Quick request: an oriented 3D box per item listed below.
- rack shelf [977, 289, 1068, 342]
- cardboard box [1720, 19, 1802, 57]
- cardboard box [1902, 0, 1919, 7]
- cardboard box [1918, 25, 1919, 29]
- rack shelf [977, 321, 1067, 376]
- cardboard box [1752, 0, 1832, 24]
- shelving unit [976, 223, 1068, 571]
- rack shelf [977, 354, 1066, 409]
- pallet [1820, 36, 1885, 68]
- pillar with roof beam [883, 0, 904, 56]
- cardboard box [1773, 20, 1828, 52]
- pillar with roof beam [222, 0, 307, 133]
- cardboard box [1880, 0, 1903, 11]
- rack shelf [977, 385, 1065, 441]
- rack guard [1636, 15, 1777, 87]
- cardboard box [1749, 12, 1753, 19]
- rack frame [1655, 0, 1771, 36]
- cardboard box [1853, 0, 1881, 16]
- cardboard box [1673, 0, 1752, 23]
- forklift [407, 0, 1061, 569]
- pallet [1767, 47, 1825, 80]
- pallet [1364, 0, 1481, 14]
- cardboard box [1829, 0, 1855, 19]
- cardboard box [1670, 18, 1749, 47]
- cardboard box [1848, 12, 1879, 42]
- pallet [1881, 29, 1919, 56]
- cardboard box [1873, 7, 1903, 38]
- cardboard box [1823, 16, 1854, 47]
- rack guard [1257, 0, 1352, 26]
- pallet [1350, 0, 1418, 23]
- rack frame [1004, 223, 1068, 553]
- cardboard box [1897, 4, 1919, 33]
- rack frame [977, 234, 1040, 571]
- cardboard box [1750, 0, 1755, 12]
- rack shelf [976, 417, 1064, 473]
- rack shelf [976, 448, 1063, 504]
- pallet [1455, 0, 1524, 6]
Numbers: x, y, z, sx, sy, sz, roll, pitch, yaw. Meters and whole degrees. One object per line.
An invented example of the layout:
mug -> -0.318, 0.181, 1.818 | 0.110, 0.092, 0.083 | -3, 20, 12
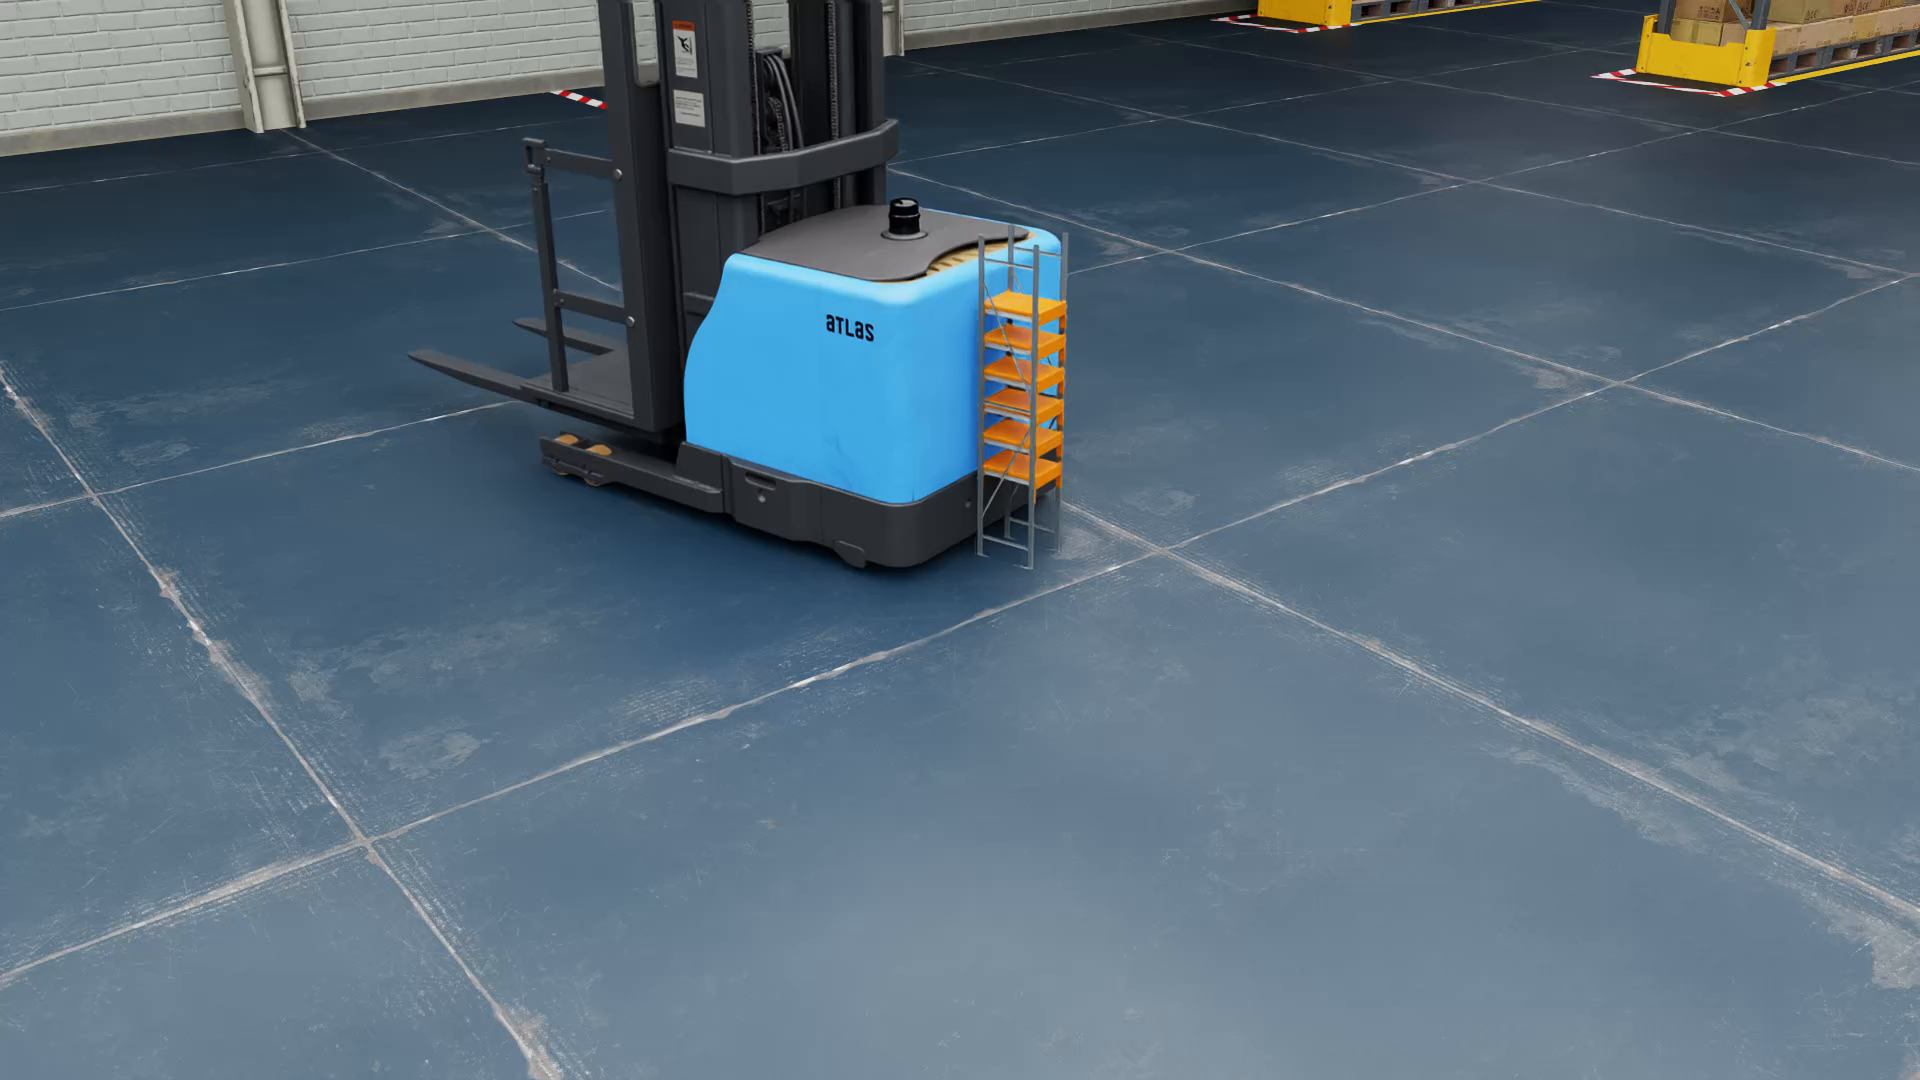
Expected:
rack shelf -> 0.216, -0.779, 5.753 | 0.258, 0.103, 0.180 | 16, 29, 31
cardboard box -> 7.516, -4.715, 15.614 | 0.500, 0.250, 0.500 | -18, 31, -34
cardboard box -> 9.473, -5.710, 16.867 | 0.500, 0.500, 0.500 | -18, 31, -34
cardboard box -> 9.874, -5.496, 17.296 | 0.500, 0.250, 0.500 | -18, 31, -34
rack shelf -> 0.216, -0.670, 5.803 | 0.258, 0.103, 0.180 | 16, 29, 31
cardboard box -> 7.908, -5.186, 15.737 | 0.500, 0.500, 0.500 | -18, 31, -34
shelving unit -> 0.216, -0.492, 5.886 | 0.258, 1.200, 0.189 | 16, 29, 31
rack shelf -> 0.216, -0.561, 5.854 | 0.258, 0.103, 0.180 | 16, 29, 31
pallet -> 8.492, -4.969, 16.706 | 1.213, 0.211, 1.003 | -18, 31, -34
pillar with roof beam -> 1.849, -7.551, 11.831 | 0.400, 9.000, 9.100 | -18, 31, -34
cardboard box -> 7.907, -4.846, 15.896 | 0.500, 0.250, 0.500 | -18, 31, -34
pillar with roof beam -> -2.873, -5.993, 8.473 | 0.400, 9.000, 9.100 | -18, 31, -34
cardboard box -> 9.082, -5.579, 16.584 | 0.500, 0.500, 0.500 | -18, 31, -34
rack shelf -> 0.216, -0.452, 5.904 | 0.258, 0.103, 0.180 | 16, 29, 31
rack guard -> 6.937, -4.566, 15.495 | 0.348, 0.500, 1.175 | -18, 31, -34
cardboard box -> 7.582, -5.021, 16.272 | 0.500, 0.250, 0.500 | -18, 31, -34
rack frame -> 6.956, -5.706, 14.982 | 0.127, 3.000, 1.000 | -18, 31, -34
cardboard box -> 8.698, -5.444, 16.294 | 0.500, 0.500, 0.500 | -18, 31, -34
cardboard box -> 7.195, -5.228, 15.827 | 0.500, 0.500, 0.500 | -18, 31, -34
forklift -> -1.097, -1.706, 6.444 | 3.031, 2.935, 1.130 | 17, 30, 33
pallet -> 7.532, -4.654, 16.027 | 1.213, 0.211, 1.003 | -18, 31, -34
pallet -> 5.577, -6.616, 20.254 | 1.213, 0.211, 1.003 | -18, 31, -34
cardboard box -> 8.293, -5.320, 16.026 | 0.500, 0.500, 0.500 | -18, 31, -34
cardboard box -> 7.196, -4.887, 15.984 | 0.500, 0.250, 0.500 | -18, 31, -34
cardboard box -> 8.697, -5.104, 16.452 | 0.500, 0.250, 0.500 | -18, 31, -34
pallet -> 9.452, -5.288, 17.393 | 1.213, 0.211, 1.003 | -18, 31, -34
cardboard box -> 9.090, -5.234, 16.733 | 0.500, 0.250, 0.500 | -18, 31, -34
cardboard box -> 8.300, -4.976, 16.176 | 0.500, 0.250, 0.500 | -18, 31, -34
rack guard -> 3.956, -6.232, 19.085 | 0.348, 0.500, 1.175 | -18, 31, -34
pallet -> 4.618, -6.301, 19.575 | 1.213, 0.211, 1.003 | -18, 31, -34
rack frame -> 0.268, -0.524, 5.954 | 0.240, 1.200, 0.006 | 16, 29, 31
cardboard box -> 9.474, -5.369, 17.023 | 0.500, 0.250, 0.500 | -18, 31, -34
rack frame -> 0.164, -0.461, 5.817 | 0.240, 1.200, 0.006 | 16, 29, 31
cardboard box -> 7.973, -5.492, 16.398 | 0.500, 0.500, 0.500 | -18, 31, -34
rack shelf -> 0.216, -0.343, 5.955 | 0.258, 0.103, 0.180 | 16, 29, 31
rack shelf -> 0.216, -0.234, 6.005 | 0.258, 0.103, 0.180 | 16, 29, 31
pallet -> 6.538, -6.934, 20.941 | 1.213, 0.211, 1.003 | -18, 31, -34
